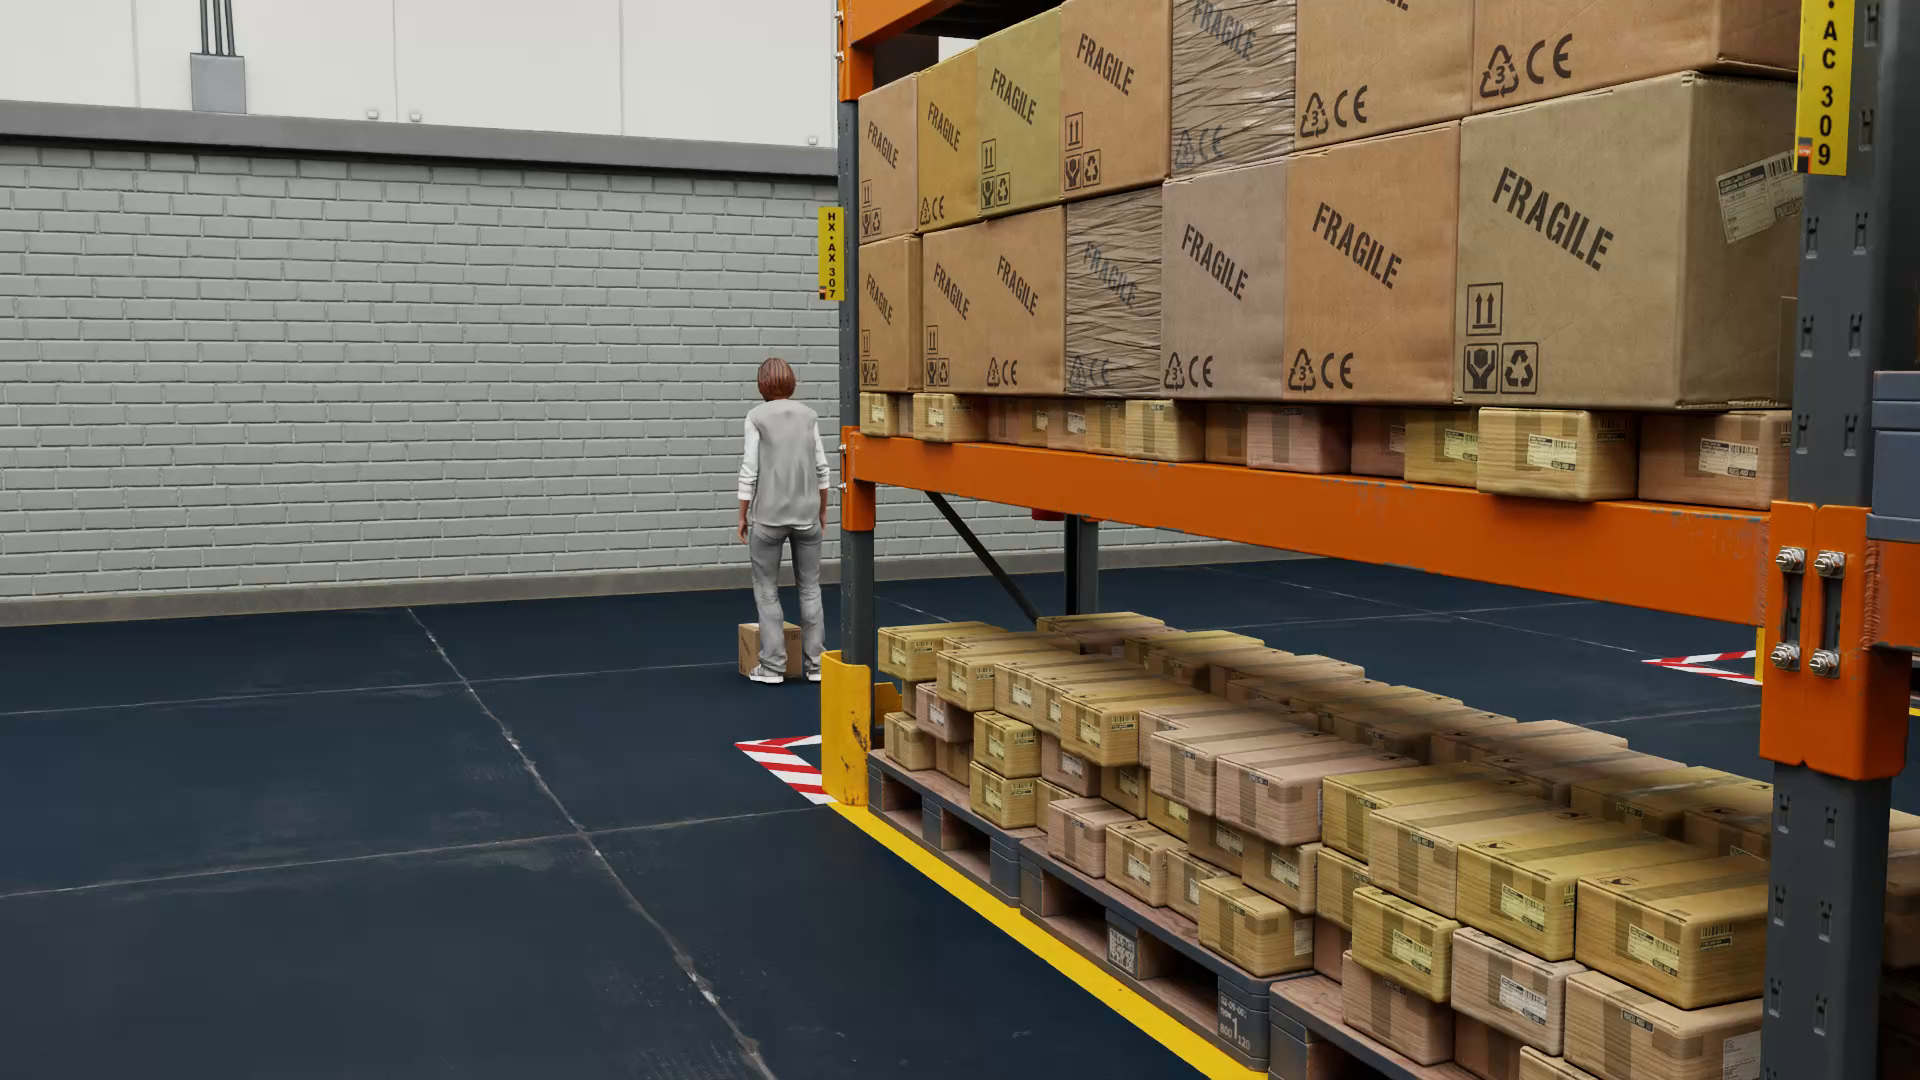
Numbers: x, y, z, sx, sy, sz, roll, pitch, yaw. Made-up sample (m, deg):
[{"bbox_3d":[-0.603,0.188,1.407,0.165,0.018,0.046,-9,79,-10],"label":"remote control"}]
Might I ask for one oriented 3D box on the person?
[{"bbox_3d":[-0.862,-0.090,8.138,0.472,1.592,0.366,-3,6,-25],"label":"person"}]
